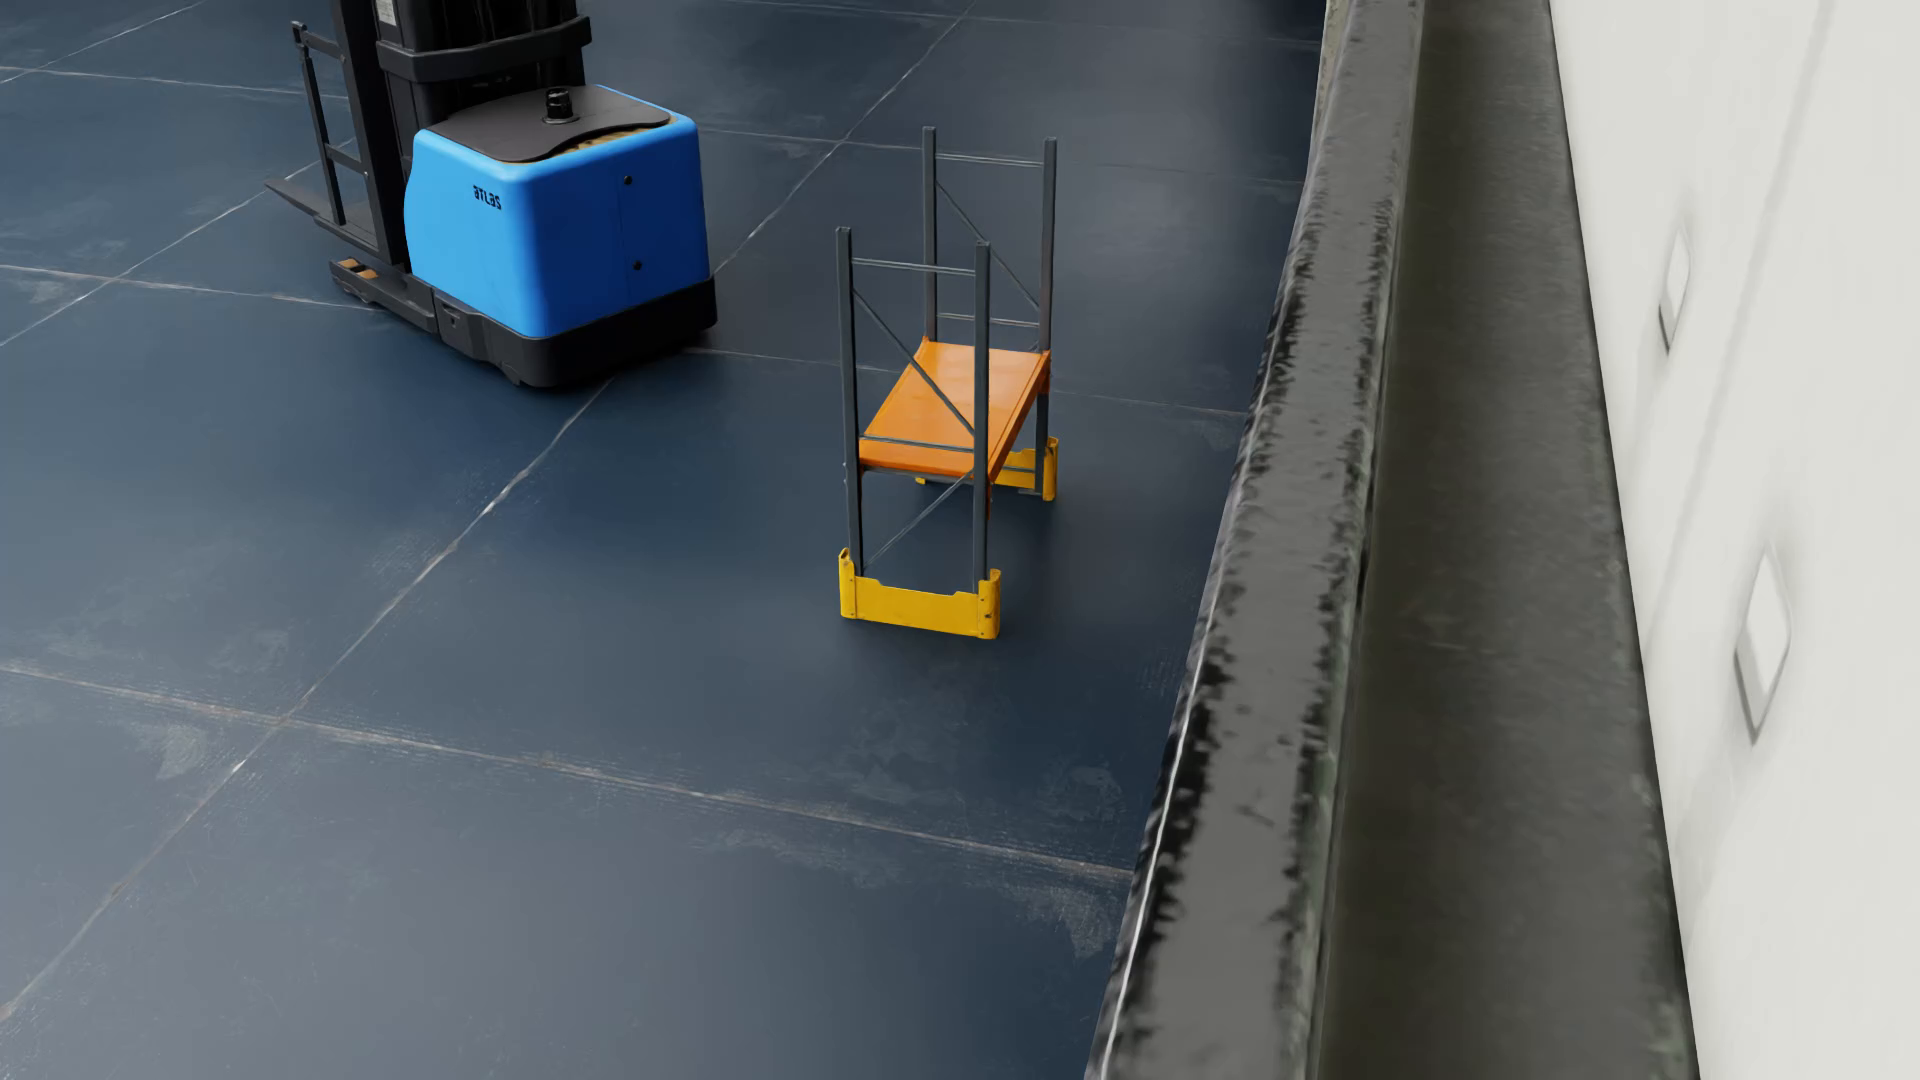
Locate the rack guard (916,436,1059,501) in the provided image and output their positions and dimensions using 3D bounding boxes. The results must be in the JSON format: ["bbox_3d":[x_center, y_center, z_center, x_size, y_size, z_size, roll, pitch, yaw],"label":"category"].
[{"bbox_3d":[0.107,-0.324,6.807,0.587,0.250,0.087,8,33,12],"label":"rack guard"}]

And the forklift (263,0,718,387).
[{"bbox_3d":[-2.576,-2.609,7.903,3.031,2.935,1.130,28,42,36],"label":"forklift"}]

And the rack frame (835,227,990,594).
[{"bbox_3d":[-0.151,-0.325,5.643,0.500,1.500,0.032,8,33,12],"label":"rack frame"}]

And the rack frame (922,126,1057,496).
[{"bbox_3d":[0.107,-0.852,6.473,0.500,1.500,0.032,8,33,12],"label":"rack frame"}]

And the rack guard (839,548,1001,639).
[{"bbox_3d":[-0.146,0.192,5.994,0.587,0.250,0.087,8,33,12],"label":"rack guard"}]

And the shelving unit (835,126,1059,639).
[{"bbox_3d":[-0.019,-0.593,6.065,0.587,1.500,1.083,8,33,12],"label":"shelving unit"}]

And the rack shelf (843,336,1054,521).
[{"bbox_3d":[-0.022,-0.437,6.155,0.538,0.185,1.000,8,33,12],"label":"rack shelf"}]

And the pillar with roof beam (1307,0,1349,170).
[{"bbox_3d":[-3.228,-3.330,3.381,9.100,9.000,0.400,8,33,12],"label":"pillar with roof beam"}]
